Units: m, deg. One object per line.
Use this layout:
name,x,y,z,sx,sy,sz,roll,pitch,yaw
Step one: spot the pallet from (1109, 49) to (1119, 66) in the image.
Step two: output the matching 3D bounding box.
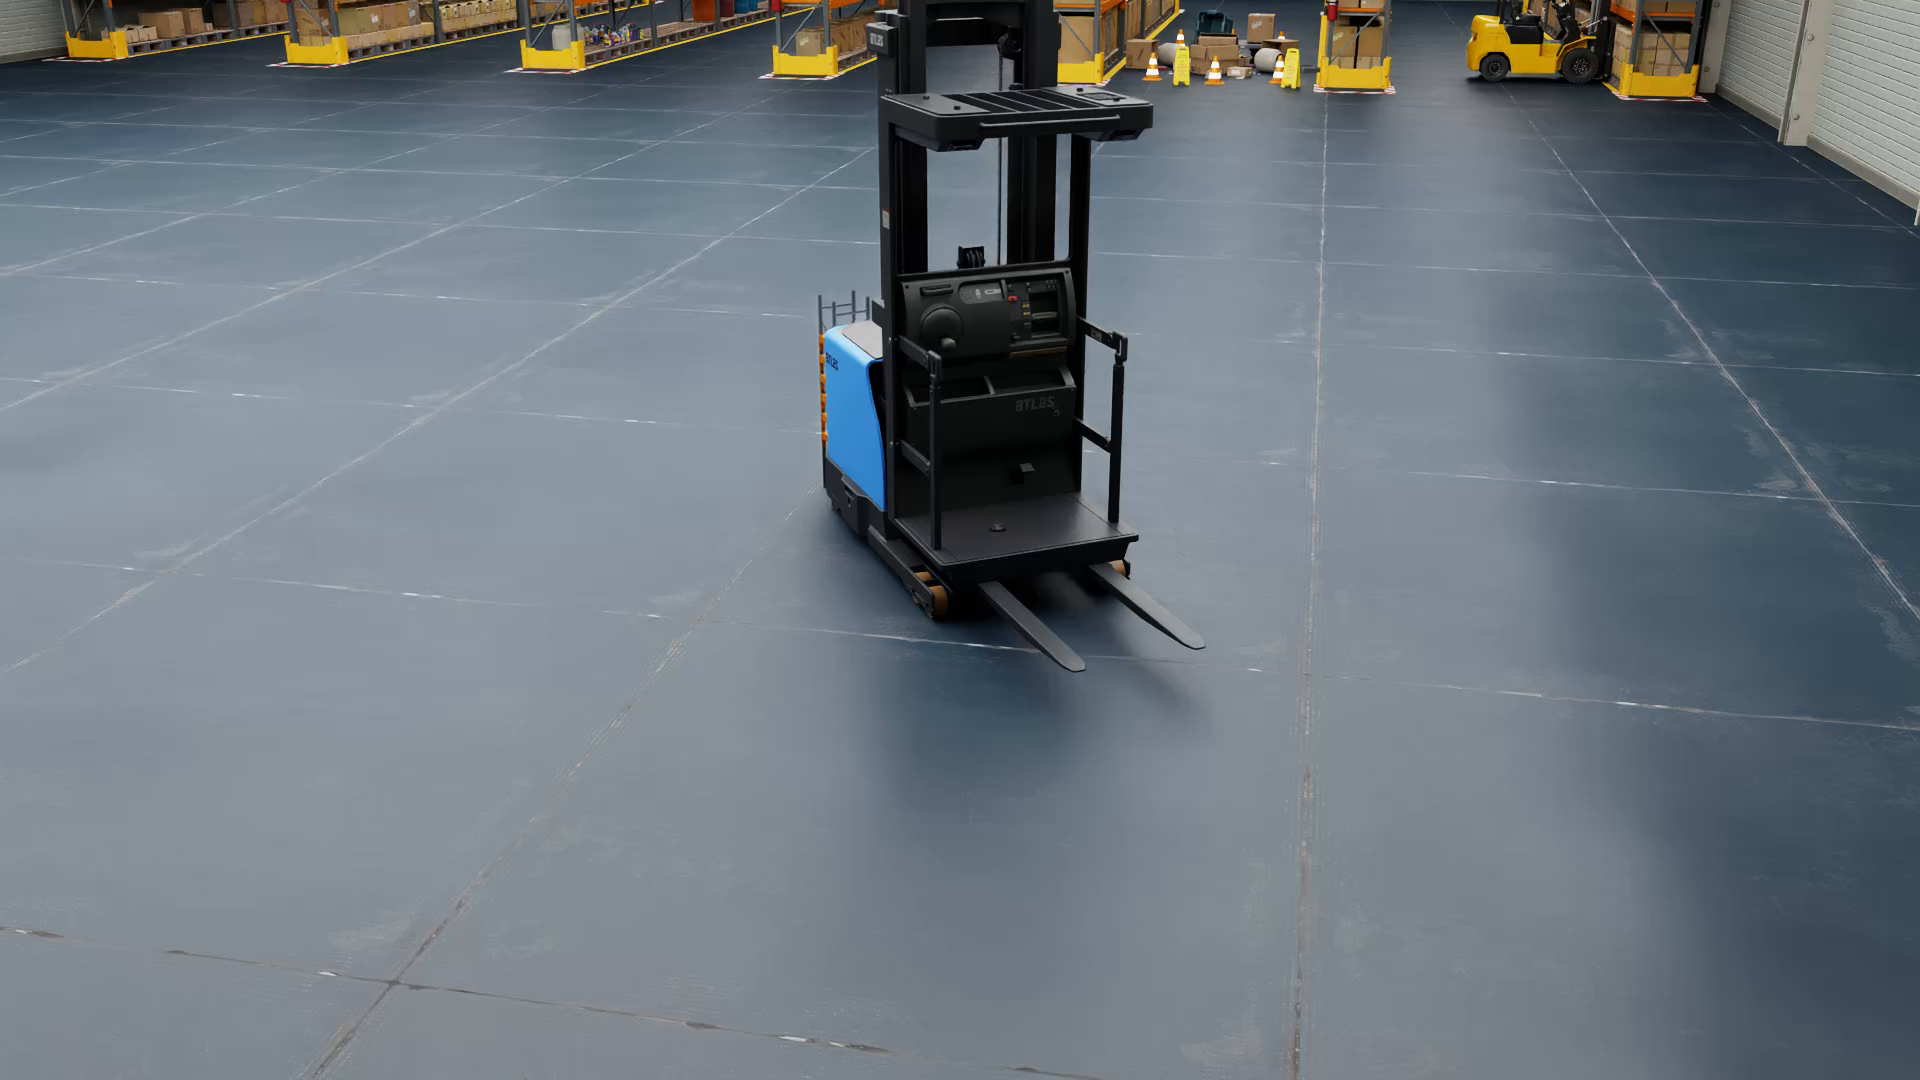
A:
pallet,2.547,-9.485,32.622,1.003,0.211,1.213,4,22,11

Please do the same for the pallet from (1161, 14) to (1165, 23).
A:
pallet,4.514,-12.931,41.179,1.003,0.211,1.213,4,22,11

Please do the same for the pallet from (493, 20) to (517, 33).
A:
pallet,-11.143,-12.094,39.099,1.003,0.211,1.213,4,22,11

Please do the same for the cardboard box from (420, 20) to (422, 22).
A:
cardboard box,-11.952,-11.315,36.553,0.500,0.250,0.500,4,22,10

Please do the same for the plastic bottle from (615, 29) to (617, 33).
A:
plastic bottle,-7.001,-10.290,33.936,0.061,0.283,0.133,4,22,11

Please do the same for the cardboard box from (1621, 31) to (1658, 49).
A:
cardboard box,11.478,-8.446,28.089,0.500,0.250,0.500,5,23,13

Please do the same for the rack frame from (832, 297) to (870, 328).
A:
rack frame,-0.632,-0.833,9.817,0.240,1.200,0.006,-12,26,-28

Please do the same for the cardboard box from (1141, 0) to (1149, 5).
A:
cardboard box,3.973,-12.130,37.238,0.500,0.250,0.500,3,22,8

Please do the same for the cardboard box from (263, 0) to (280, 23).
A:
cardboard box,-16.270,-12.290,38.611,0.700,0.500,0.500,5,22,12

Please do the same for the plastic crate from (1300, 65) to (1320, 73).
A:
plastic crate,6.522,-8.844,31.207,0.402,0.080,0.583,-3,22,-8

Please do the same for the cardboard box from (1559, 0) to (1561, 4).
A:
cardboard box,13.652,-12.093,37.280,0.380,0.149,0.250,4,22,11

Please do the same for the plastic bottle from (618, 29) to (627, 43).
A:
plastic bottle,-6.896,-10.279,33.918,0.152,0.276,0.135,5,22,12

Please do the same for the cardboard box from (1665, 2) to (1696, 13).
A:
cardboard box,12.062,-9.077,27.742,0.500,0.500,0.500,5,23,13

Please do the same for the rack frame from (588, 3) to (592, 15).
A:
rack frame,-10.121,-15.148,42.951,1.000,3.000,0.127,4,22,11

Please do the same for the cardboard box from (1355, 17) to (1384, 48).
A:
cardboard box,7.582,-9.368,30.713,0.500,0.500,0.500,6,23,14

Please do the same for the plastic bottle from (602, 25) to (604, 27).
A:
plastic bottle,-7.438,-10.580,34.667,0.152,0.276,0.135,5,23,13

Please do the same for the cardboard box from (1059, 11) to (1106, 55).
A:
cardboard box,2.214,-9.372,30.891,0.875,0.875,0.875,4,22,10

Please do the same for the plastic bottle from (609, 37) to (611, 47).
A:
plastic bottle,-7.025,-9.964,33.235,0.097,0.201,0.097,0,22,0

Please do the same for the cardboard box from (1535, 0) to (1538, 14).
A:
cardboard box,14.318,-13.045,40.514,0.500,0.500,0.500,5,22,12

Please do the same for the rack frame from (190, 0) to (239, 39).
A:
rack frame,-16.603,-12.598,36.620,1.000,3.000,0.127,4,22,11

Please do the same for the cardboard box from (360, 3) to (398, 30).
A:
cardboard box,-11.934,-10.754,34.155,0.500,0.500,0.500,4,22,11

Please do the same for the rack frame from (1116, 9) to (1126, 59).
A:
rack frame,2.779,-11.051,32.777,1.000,3.000,0.127,4,22,11

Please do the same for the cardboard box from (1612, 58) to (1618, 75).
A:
cardboard box,11.587,-8.167,28.735,0.500,0.250,0.500,4,22,11

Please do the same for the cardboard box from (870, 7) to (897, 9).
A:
cardboard box,-1.567,-11.315,36.190,0.700,0.500,0.500,6,23,15

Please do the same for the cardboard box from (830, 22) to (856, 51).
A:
cardboard box,-2.336,-9.915,32.740,0.500,0.500,0.500,2,22,6

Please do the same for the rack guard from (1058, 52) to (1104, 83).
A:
rack guard,1.958,-8.419,29.590,1.175,0.500,0.348,4,22,11

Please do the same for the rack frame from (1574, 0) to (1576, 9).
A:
rack frame,13.322,-11.796,34.628,1.000,3.000,0.127,4,22,11

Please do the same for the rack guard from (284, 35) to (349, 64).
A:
rack guard,-12.574,-9.591,32.499,1.175,0.500,0.348,4,22,11

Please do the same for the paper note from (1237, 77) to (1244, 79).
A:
paper note,5.073,-8.368,30.089,0.148,0.019,0.142,-3,22,-8

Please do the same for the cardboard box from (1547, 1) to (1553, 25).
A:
cardboard box,13.819,-12.135,38.252,0.500,0.500,0.500,5,23,13

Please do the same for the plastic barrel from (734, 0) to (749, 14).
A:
plastic barrel,-5.545,-13.534,41.189,0.600,0.901,0.708,4,22,11

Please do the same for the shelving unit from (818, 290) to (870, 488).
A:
shelving unit,-0.678,-0.864,9.890,0.258,1.200,0.189,-12,26,-28

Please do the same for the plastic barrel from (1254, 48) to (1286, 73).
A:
plastic barrel,5.769,-8.923,30.943,0.421,0.421,0.512,-16,27,-35

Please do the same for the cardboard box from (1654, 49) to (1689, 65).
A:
cardboard box,11.988,-8.178,28.093,0.500,0.250,0.500,5,22,12

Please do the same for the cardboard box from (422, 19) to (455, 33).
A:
cardboard box,-11.428,-11.270,36.441,0.500,0.250,0.500,4,22,10

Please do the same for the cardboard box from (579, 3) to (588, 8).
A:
cardboard box,-9.941,-13.990,42.833,0.500,0.500,0.500,4,22,11

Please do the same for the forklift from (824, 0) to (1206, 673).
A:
forklift,0.236,-1.144,8.270,1.130,2.935,3.031,-9,24,-21

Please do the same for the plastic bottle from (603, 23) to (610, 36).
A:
plastic bottle,-7.335,-10.544,34.476,0.144,0.351,0.185,4,22,11

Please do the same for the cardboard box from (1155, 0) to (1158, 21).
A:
cardboard box,4.402,-12.534,39.245,0.500,0.500,0.500,4,22,10

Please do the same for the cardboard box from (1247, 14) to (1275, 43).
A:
cardboard box,5.897,-10.027,32.567,0.500,0.500,0.500,4,22,11

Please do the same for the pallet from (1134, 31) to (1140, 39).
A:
pallet,3.360,-10.937,36.229,1.003,0.211,1.213,4,22,11

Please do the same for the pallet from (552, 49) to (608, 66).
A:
pallet,-7.581,-9.415,32.448,1.003,0.211,1.213,4,22,11

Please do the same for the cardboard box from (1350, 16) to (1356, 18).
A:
cardboard box,7.163,-9.586,31.254,0.500,0.500,0.500,5,23,13

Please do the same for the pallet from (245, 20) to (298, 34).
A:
pallet,-16.199,-12.037,38.960,1.003,0.211,1.213,4,22,11

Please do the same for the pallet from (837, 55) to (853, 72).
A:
pallet,-2.656,-9.032,31.496,1.003,0.211,1.213,4,22,11

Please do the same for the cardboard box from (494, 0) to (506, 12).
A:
cardboard box,-10.903,-12.464,38.653,0.500,0.311,0.500,4,22,10

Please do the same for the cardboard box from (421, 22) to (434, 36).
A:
cardboard box,-11.634,-10.955,35.659,0.500,0.250,0.500,4,22,11

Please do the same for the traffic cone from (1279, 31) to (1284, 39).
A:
traffic cone,6.528,-10.094,33.797,0.336,0.463,0.334,4,22,11

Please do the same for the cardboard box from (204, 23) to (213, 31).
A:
cardboard box,-16.683,-11.290,36.576,0.380,0.166,0.250,2,22,4
